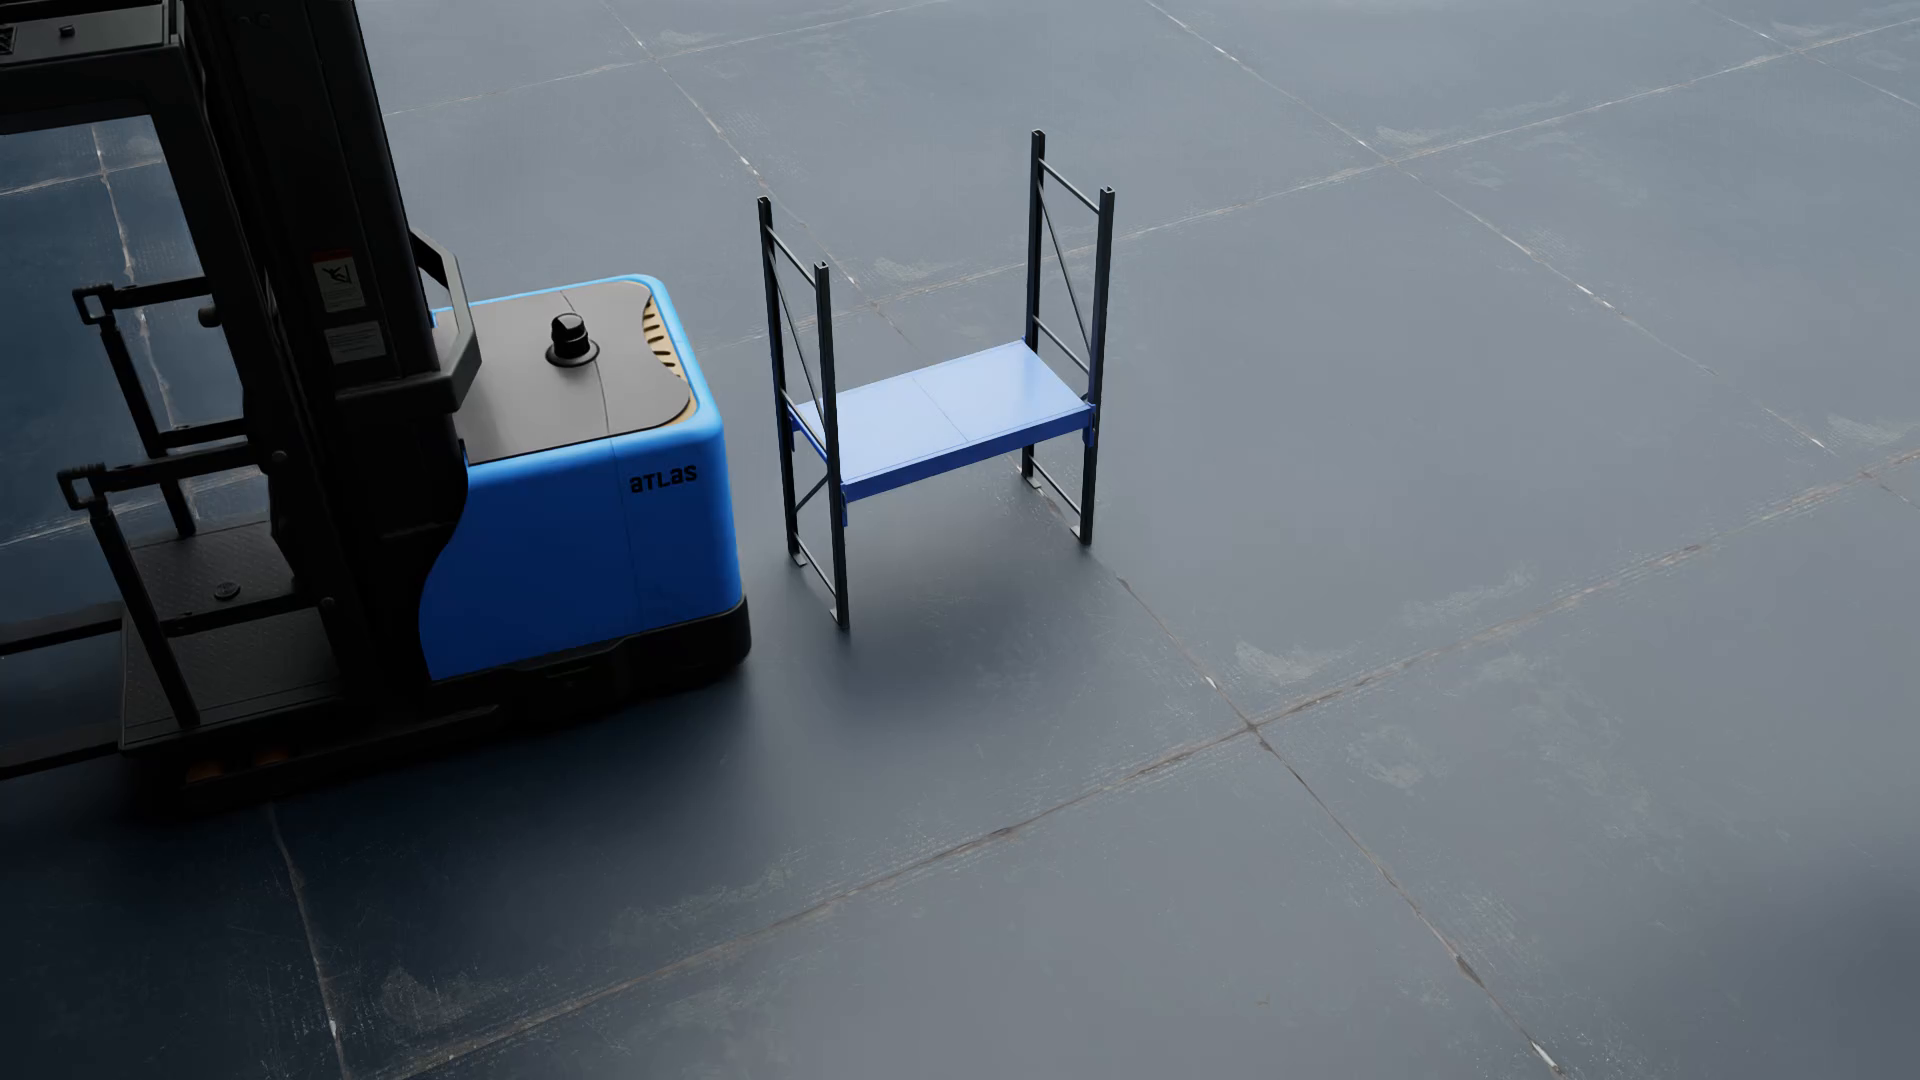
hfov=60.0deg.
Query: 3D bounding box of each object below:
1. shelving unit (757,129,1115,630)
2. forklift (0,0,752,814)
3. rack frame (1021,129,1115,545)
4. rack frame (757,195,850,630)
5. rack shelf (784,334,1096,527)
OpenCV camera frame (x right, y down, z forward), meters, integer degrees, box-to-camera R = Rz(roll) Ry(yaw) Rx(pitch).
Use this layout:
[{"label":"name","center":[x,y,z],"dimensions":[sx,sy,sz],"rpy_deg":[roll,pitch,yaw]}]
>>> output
[{"label":"shelving unit","center":[-0.076,-0.547,5.866],"dimensions":[1.048,1.500,0.538],"rpy_deg":[-19,44,-21]},{"label":"forklift","center":[-2.304,-0.635,4.862],"dimensions":[3.031,2.935,1.130],"rpy_deg":[-13,42,-15]},{"label":"rack frame","center":[0.375,-0.699,6.045],"dimensions":[0.032,1.500,0.500],"rpy_deg":[-19,44,-21]},{"label":"rack frame","center":[-0.527,-0.395,5.687],"dimensions":[0.032,1.500,0.500],"rpy_deg":[-19,44,-21]},{"label":"rack shelf","center":[-0.076,-0.410,5.982],"dimensions":[1.000,0.185,0.538],"rpy_deg":[-19,44,-21]}]
